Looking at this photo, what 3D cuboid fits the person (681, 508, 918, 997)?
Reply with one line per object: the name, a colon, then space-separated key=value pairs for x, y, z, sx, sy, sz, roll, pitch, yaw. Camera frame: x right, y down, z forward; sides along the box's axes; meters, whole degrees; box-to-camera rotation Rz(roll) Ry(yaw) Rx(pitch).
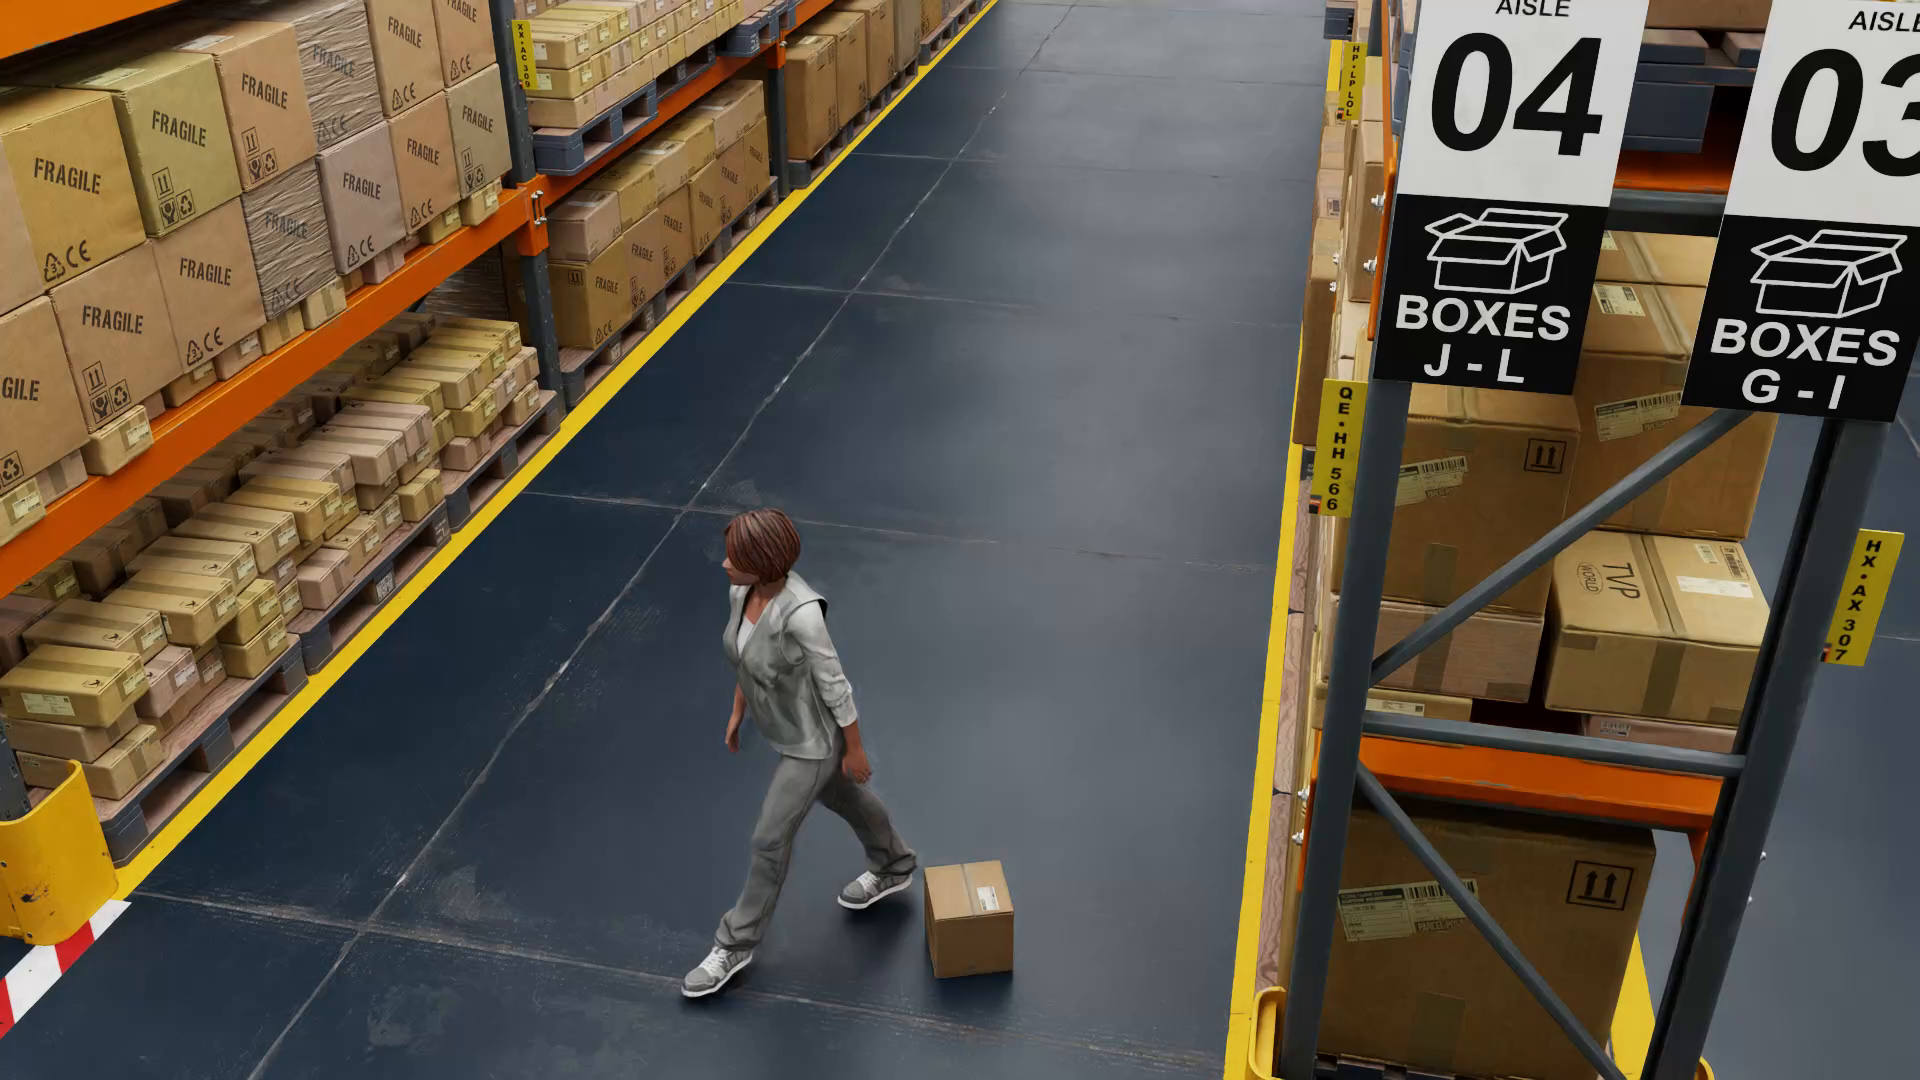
person: x=-0.540 y=0.584 z=5.077 sx=0.877 sy=1.546 sz=0.442 roll=-14 pitch=32 yaw=-24
